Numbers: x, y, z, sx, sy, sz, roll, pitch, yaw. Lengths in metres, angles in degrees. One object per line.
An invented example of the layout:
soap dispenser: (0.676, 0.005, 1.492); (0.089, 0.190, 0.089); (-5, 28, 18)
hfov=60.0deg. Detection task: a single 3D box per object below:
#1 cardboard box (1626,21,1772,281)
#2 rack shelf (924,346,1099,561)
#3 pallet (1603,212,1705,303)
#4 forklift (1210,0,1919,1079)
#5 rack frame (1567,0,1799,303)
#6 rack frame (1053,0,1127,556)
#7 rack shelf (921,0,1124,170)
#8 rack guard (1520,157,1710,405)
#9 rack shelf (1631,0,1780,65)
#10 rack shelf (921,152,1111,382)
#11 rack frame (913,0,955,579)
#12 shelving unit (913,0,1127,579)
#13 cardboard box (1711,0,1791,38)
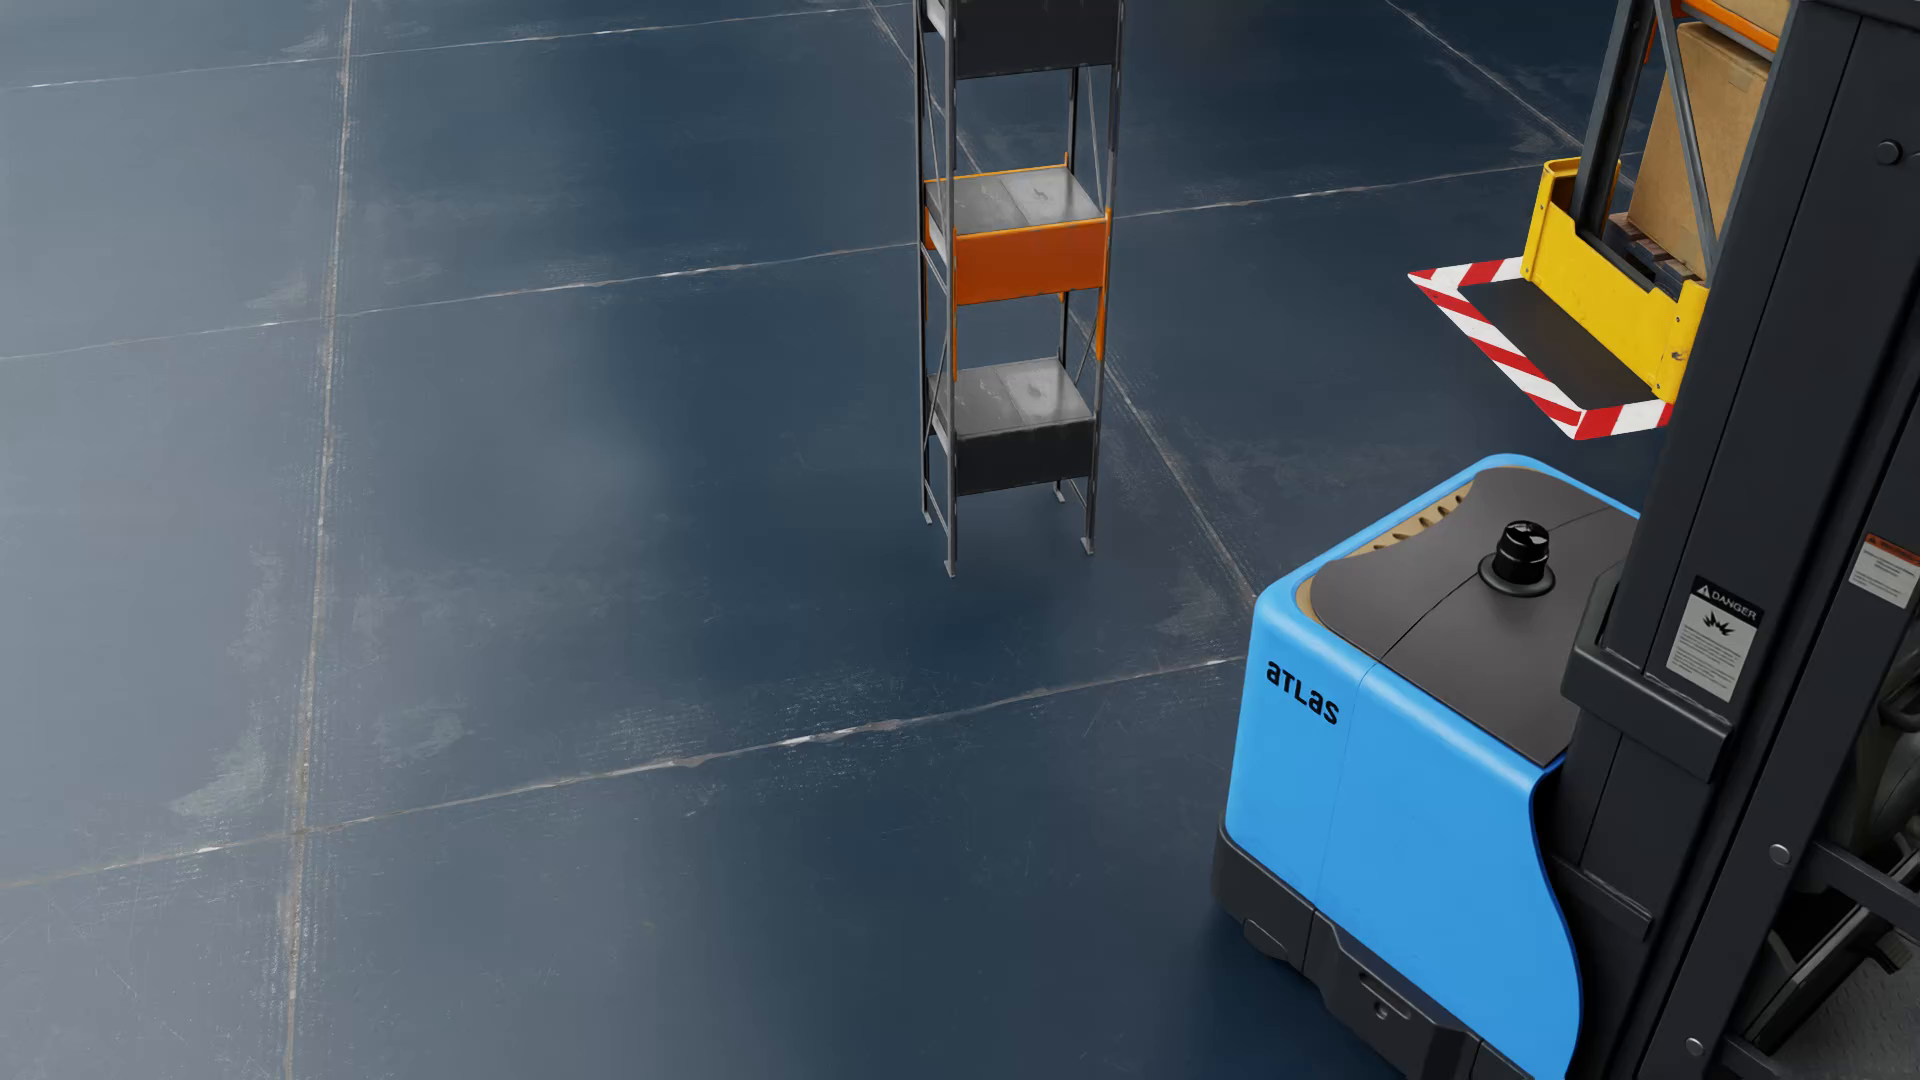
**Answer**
cardboard box: (3.416, -1.543, 6.702); (0.875, 0.875, 0.875); (-9, 38, -12)
rack shelf: (0.160, -0.293, 5.580); (0.480, 0.518, 0.431); (-9, 38, -12)
pallet: (3.530, -1.139, 7.066); (1.213, 0.211, 1.003); (-9, 38, -12)
forklift: (1.991, 0.317, 2.924); (1.130, 2.935, 3.031); (-27, 45, -30)
rack frame: (2.778, -2.074, 5.993); (0.127, 3.000, 1.000); (-9, 38, -12)
rack frame: (0.395, -0.899, 5.197); (0.015, 2.100, 0.400); (-9, 38, -12)
rack shelf: (0.160, -1.405, 4.729); (0.480, 0.518, 0.431); (-9, 38, -12)
rack guard: (2.755, -1.078, 6.747); (0.348, 0.500, 1.175); (-9, 38, -12)
rack shelf: (4.709, -2.105, 6.625); (4.000, 0.370, 1.077); (-9, 38, -12)
rack shelf: (0.160, -0.849, 5.155); (0.480, 0.518, 0.431); (-9, 38, -12)
rack frame: (-0.076, -0.822, 5.096); (0.015, 2.100, 0.400); (-9, 38, -12)
shelving unit: (0.160, -0.860, 5.146); (0.503, 2.100, 0.431); (-9, 38, -12)
cardboard box: (3.125, -2.219, 6.059); (0.550, 0.550, 0.875); (-9, 38, -12)
